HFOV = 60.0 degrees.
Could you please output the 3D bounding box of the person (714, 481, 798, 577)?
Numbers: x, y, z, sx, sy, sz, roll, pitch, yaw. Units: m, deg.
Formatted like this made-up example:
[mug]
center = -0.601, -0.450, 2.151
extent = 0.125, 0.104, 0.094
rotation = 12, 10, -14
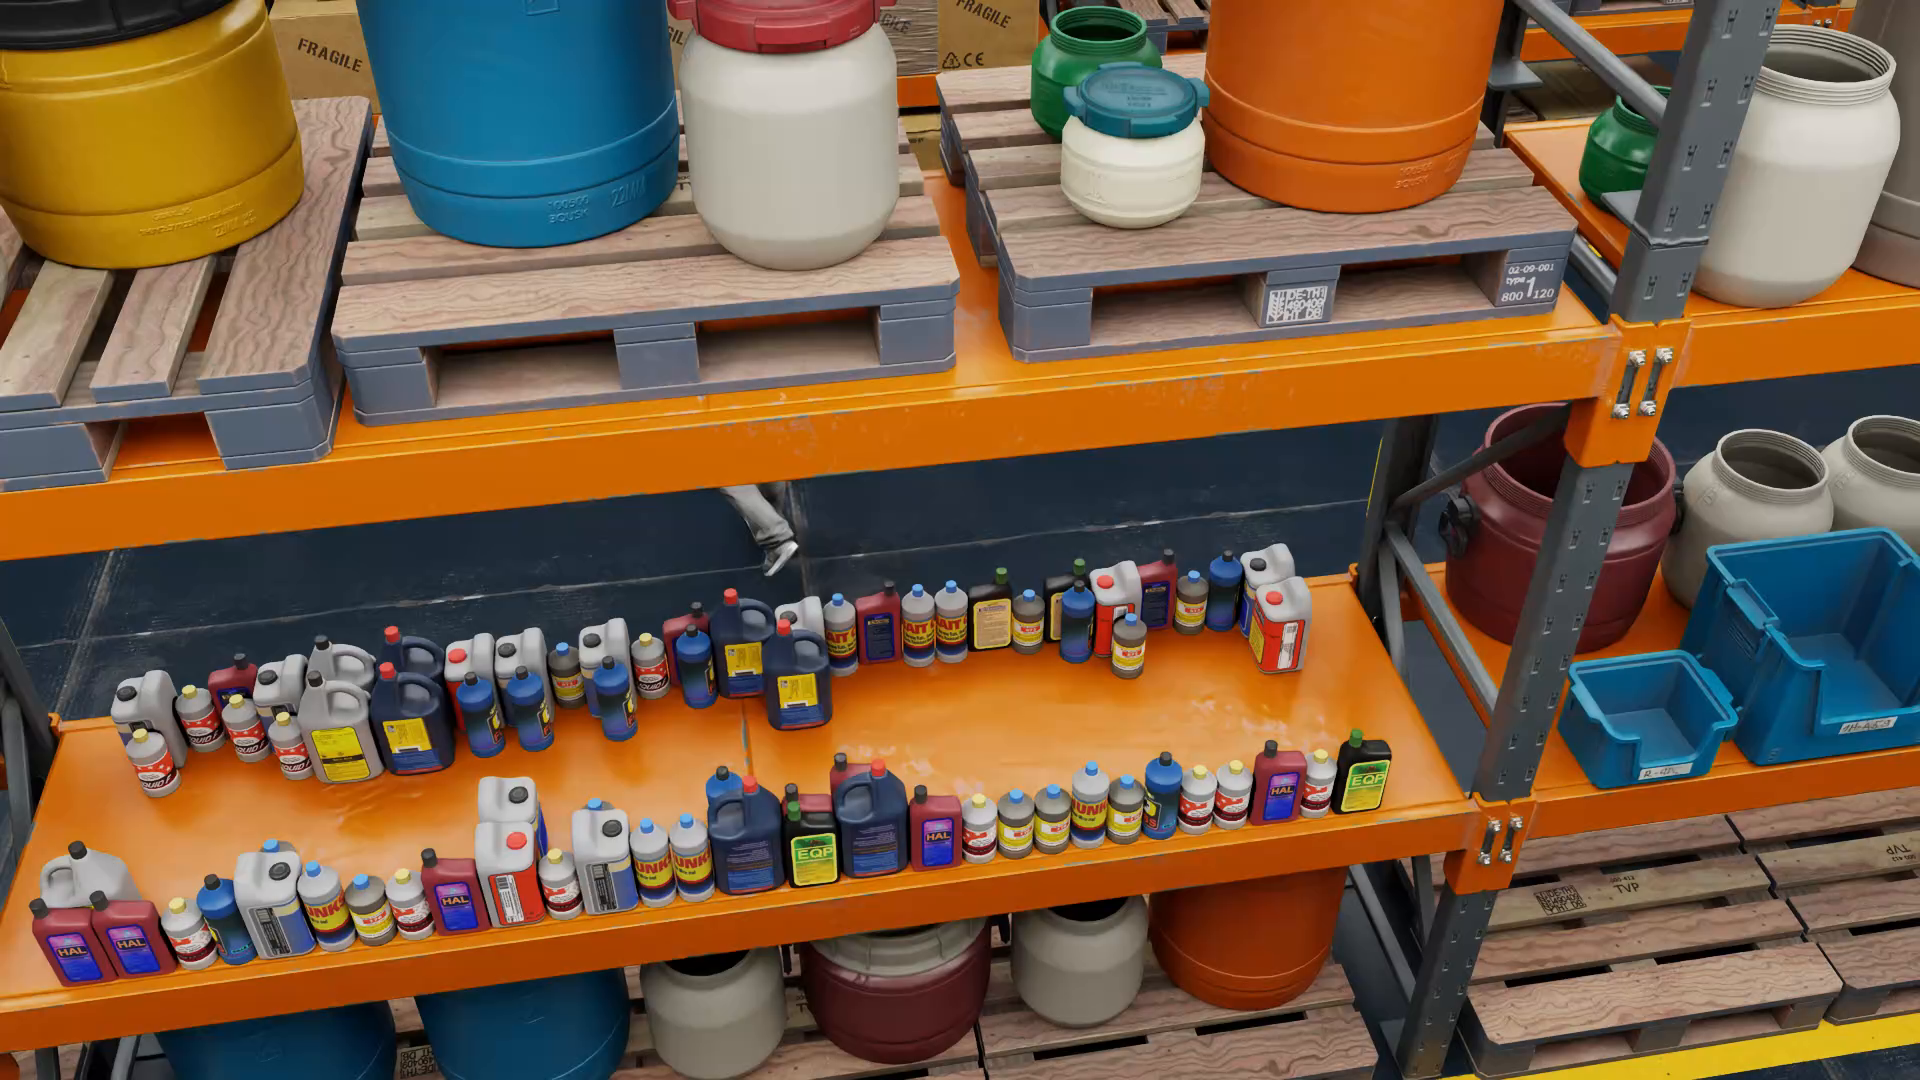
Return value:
[person]
center = -0.820, -0.536, 6.803
extent = 0.447, 1.568, 0.580
rotation = -29, 47, -31
